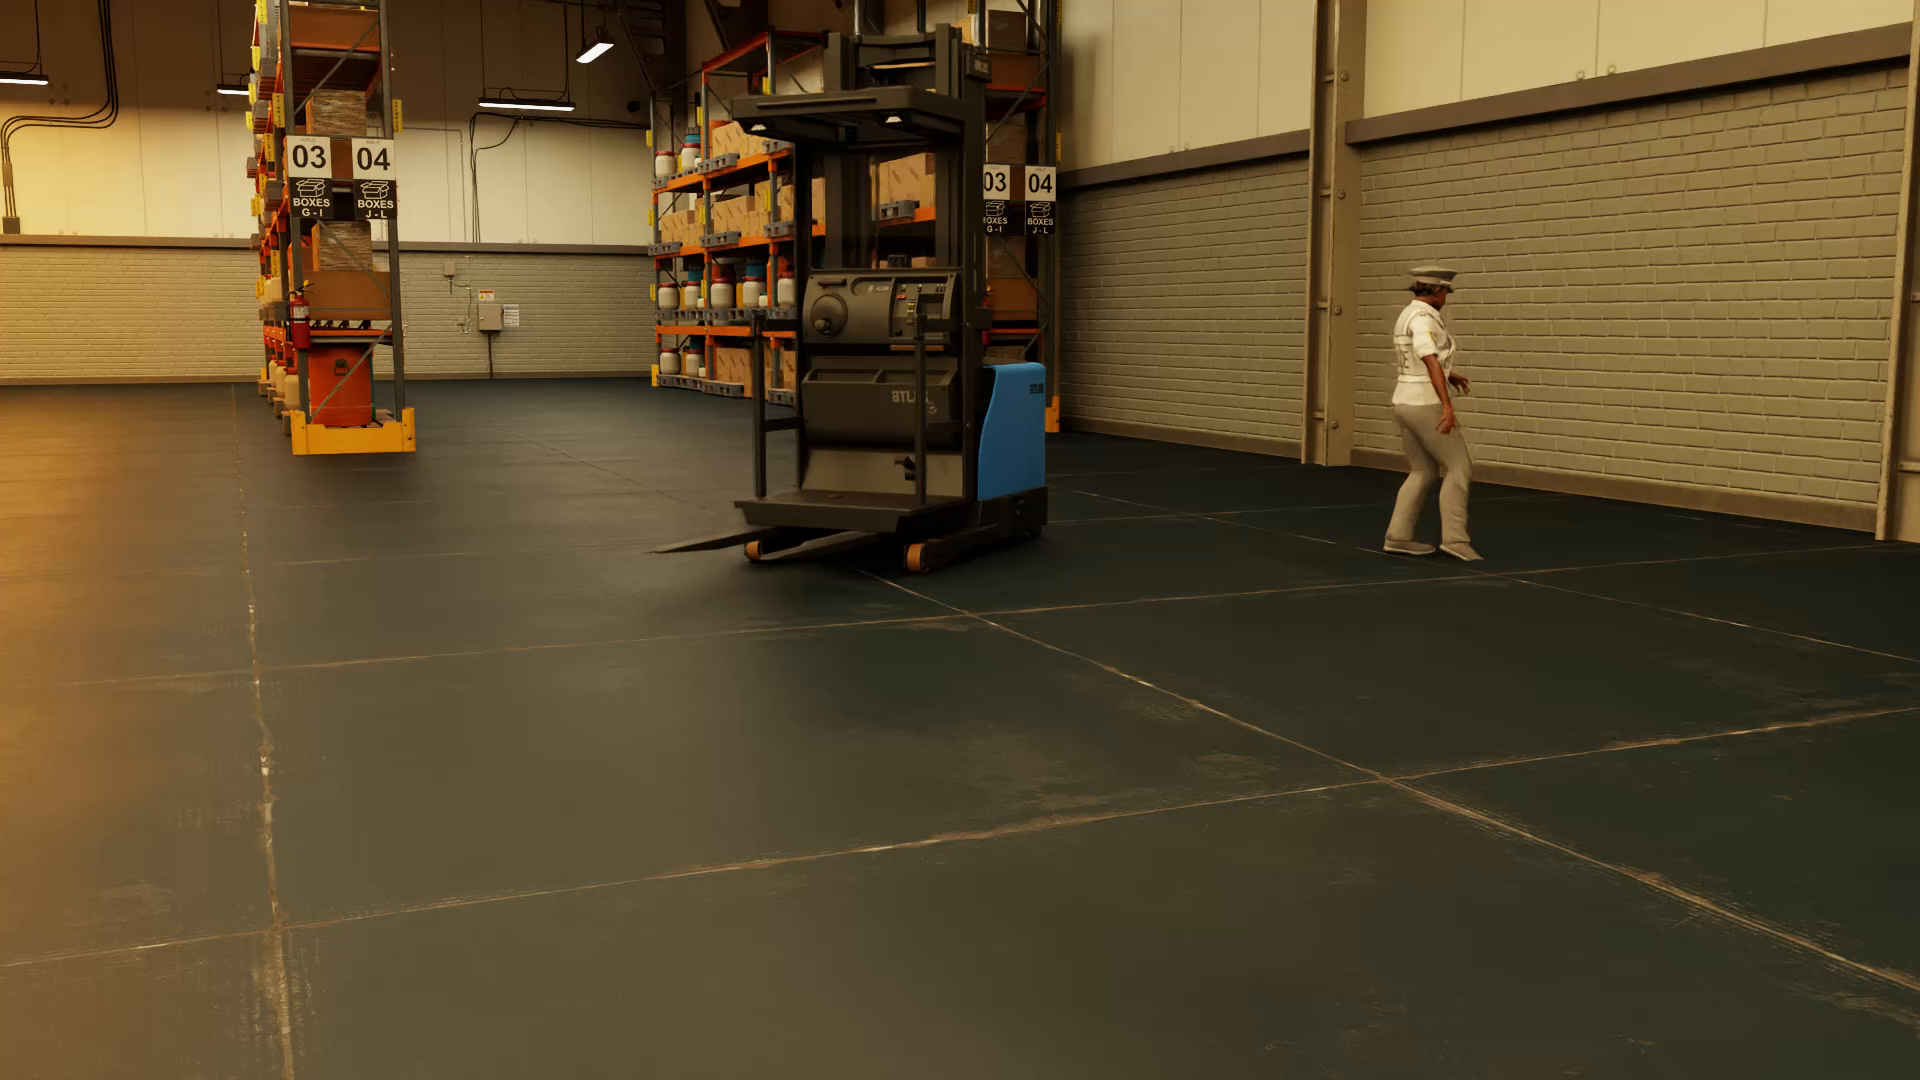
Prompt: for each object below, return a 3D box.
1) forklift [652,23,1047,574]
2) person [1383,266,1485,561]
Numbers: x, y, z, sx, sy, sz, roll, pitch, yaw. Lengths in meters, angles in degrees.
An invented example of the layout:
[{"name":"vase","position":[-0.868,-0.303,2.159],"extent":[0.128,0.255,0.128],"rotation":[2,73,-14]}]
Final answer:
[{"name":"forklift","position":[-0.543,-1.338,9.091],"extent":[1.130,2.935,3.031],"rotation":[4,8,25]},{"name":"person","position":[2.706,-0.692,9.375],"extent":[0.552,1.692,0.899],"rotation":[1,8,5]}]
